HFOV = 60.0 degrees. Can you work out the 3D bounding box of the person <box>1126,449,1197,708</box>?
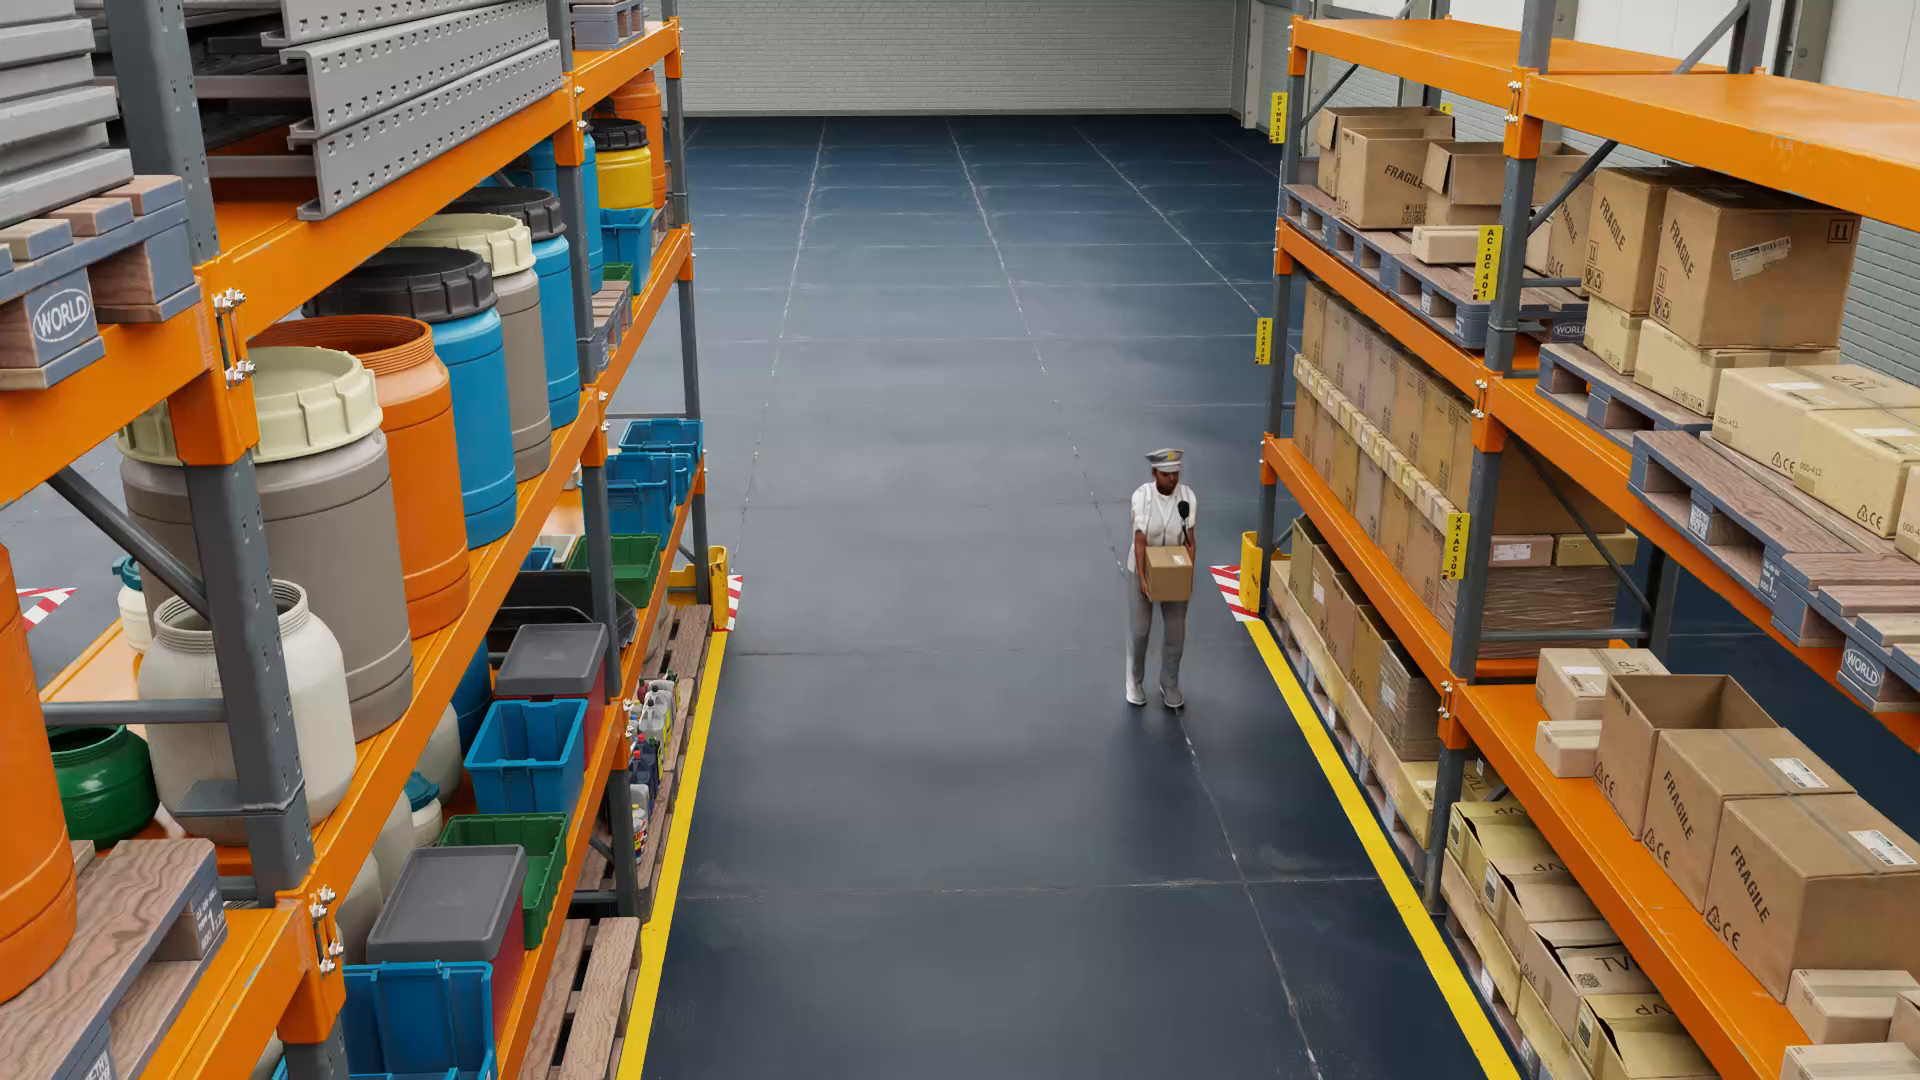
[{"bbox_3d":[1.268,0.242,10.410,0.416,1.688,0.525,-1,21,-4],"label":"person"}]
